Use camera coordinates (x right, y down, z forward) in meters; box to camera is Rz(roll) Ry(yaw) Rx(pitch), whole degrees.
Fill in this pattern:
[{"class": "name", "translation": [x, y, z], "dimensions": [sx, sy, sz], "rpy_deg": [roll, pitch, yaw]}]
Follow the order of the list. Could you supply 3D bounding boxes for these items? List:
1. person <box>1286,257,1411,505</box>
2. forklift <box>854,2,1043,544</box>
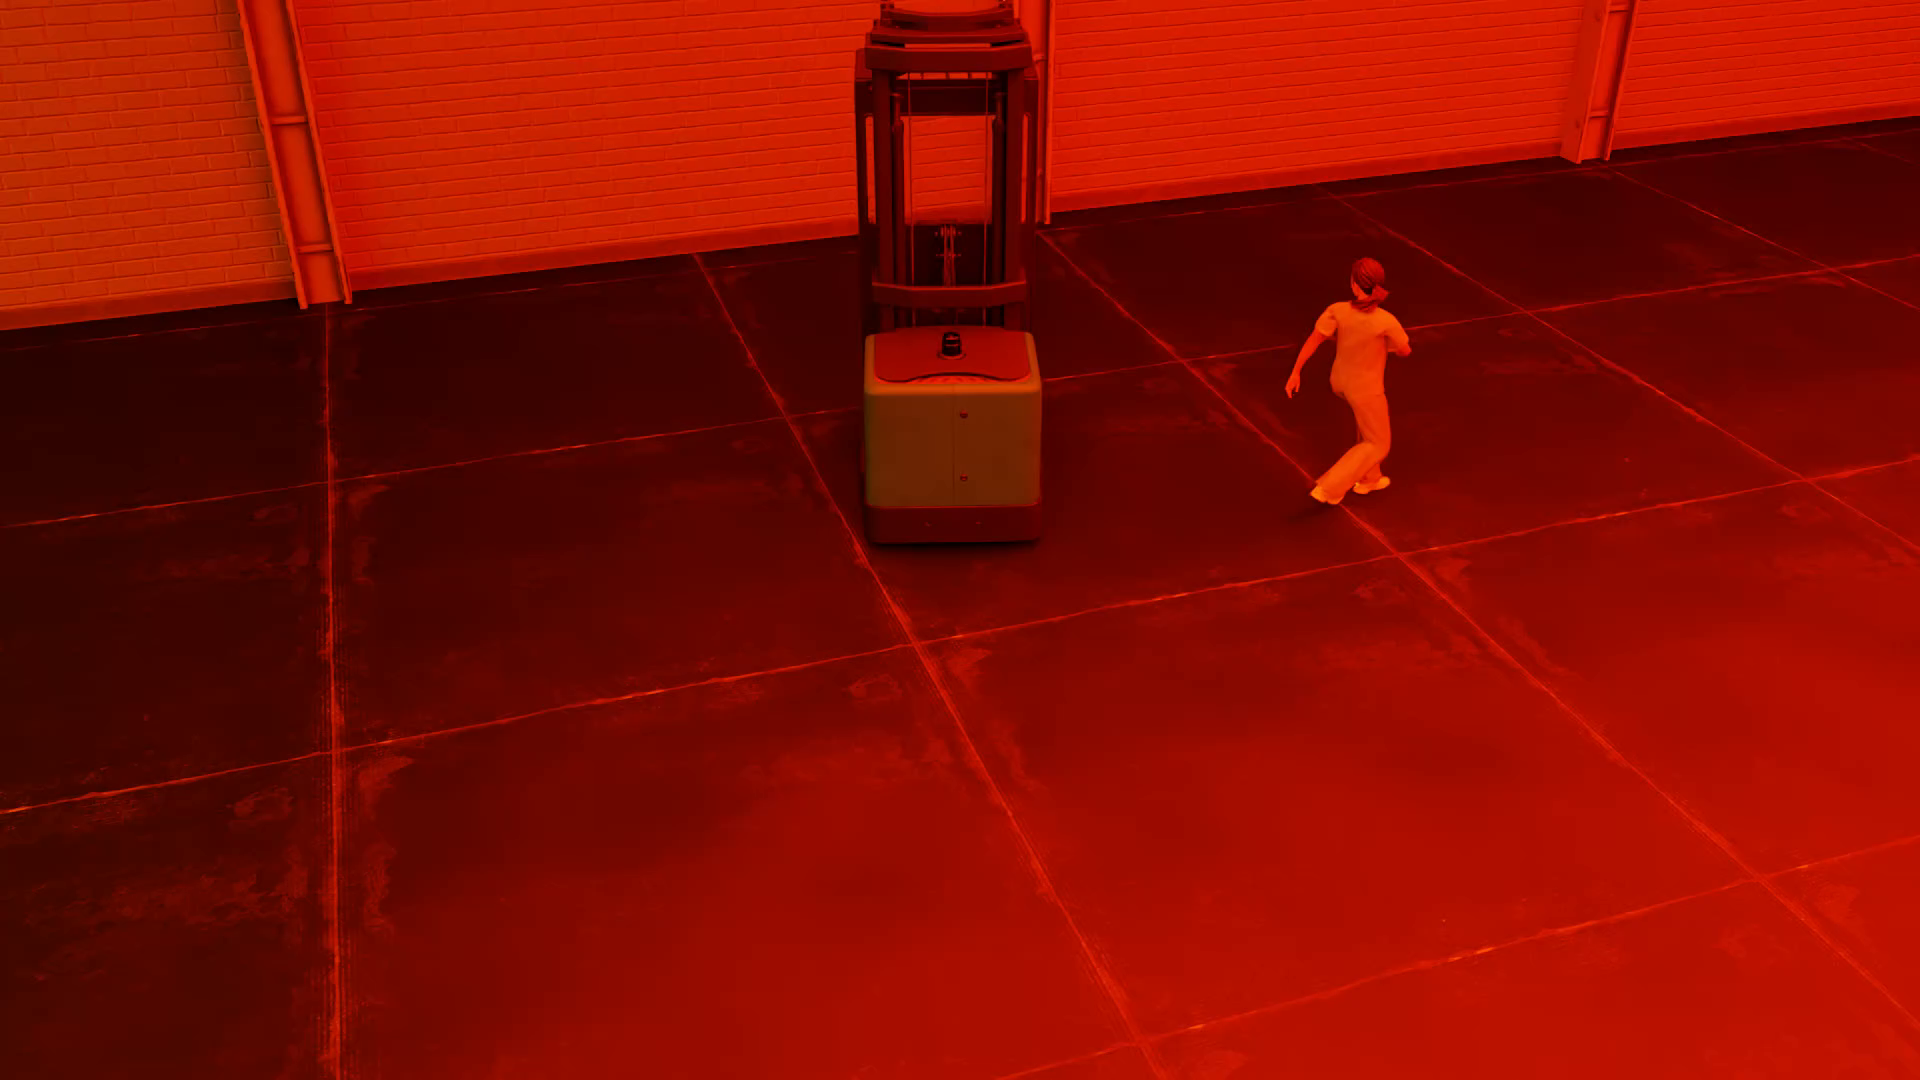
[{"class": "person", "translation": [2.420, -0.956, 10.111], "dimensions": [0.774, 1.597, 0.496], "rpy_deg": [-17, 34, -27]}, {"class": "forklift", "translation": [-0.088, -1.948, 10.473], "dimensions": [1.130, 2.935, 3.031], "rpy_deg": [-1, 30, -2]}]
